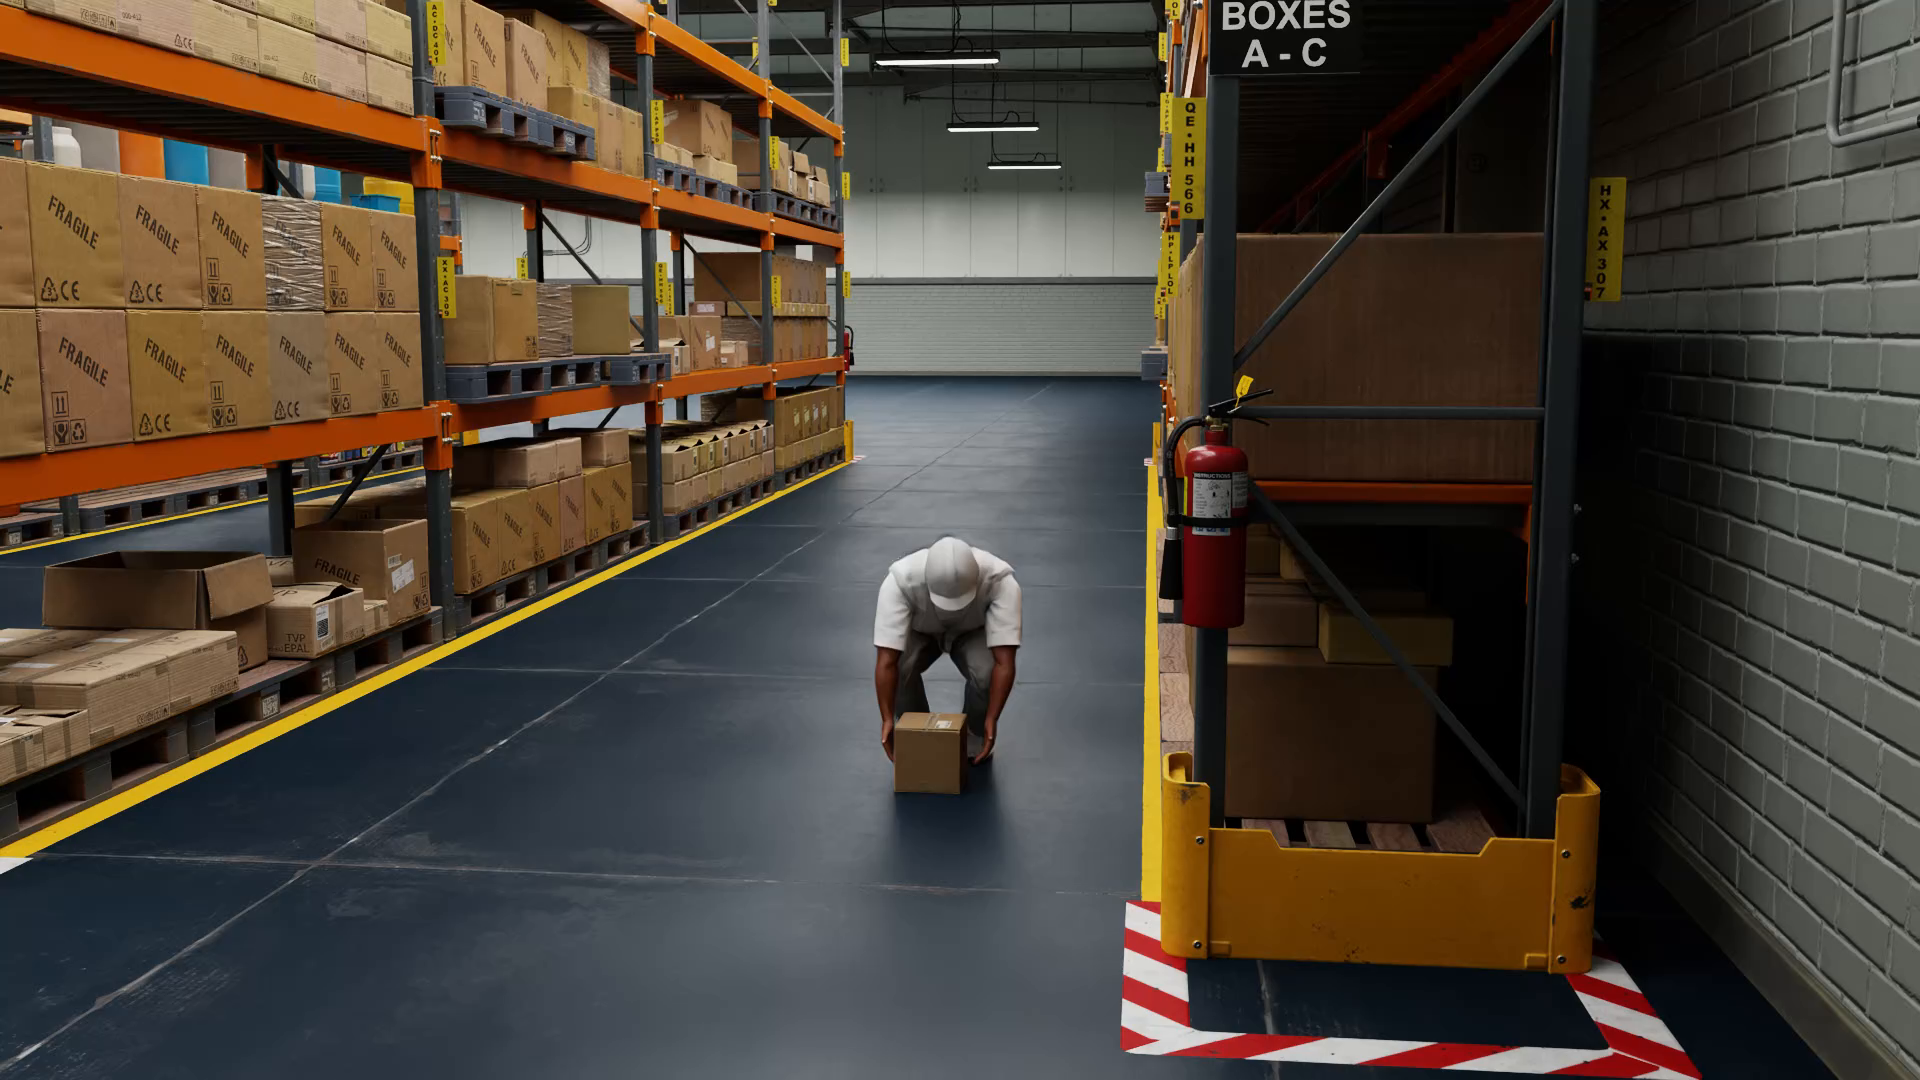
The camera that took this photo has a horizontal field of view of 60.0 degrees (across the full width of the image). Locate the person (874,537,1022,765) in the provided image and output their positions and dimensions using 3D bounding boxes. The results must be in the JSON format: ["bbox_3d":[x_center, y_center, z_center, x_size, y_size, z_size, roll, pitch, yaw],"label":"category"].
[{"bbox_3d":[-0.034,0.419,6.638,0.576,0.957,0.895,1,8,5],"label":"person"}]
